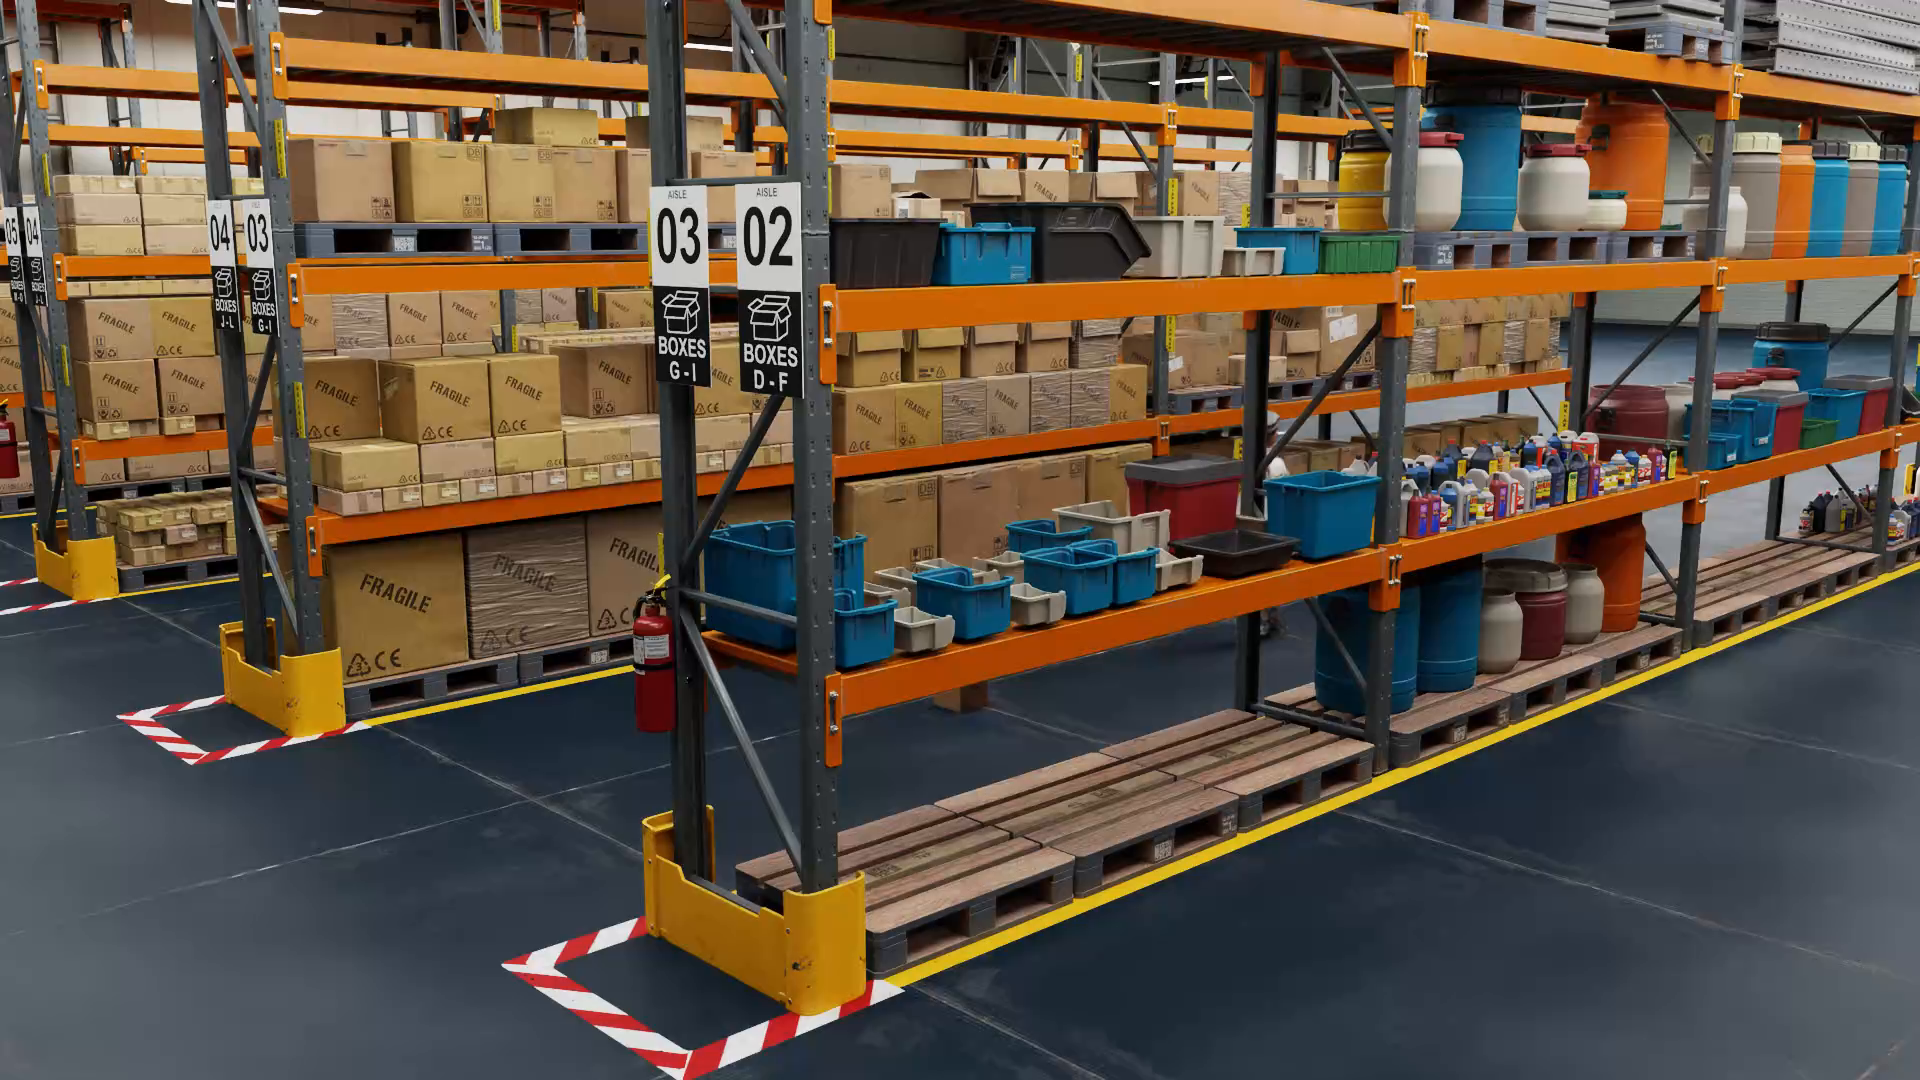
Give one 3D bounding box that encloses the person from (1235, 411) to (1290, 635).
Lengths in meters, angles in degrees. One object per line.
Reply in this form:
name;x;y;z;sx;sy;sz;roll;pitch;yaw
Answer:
person;2.317;-0.096;12.440;0.624;1.749;0.486;-6;12;-28
